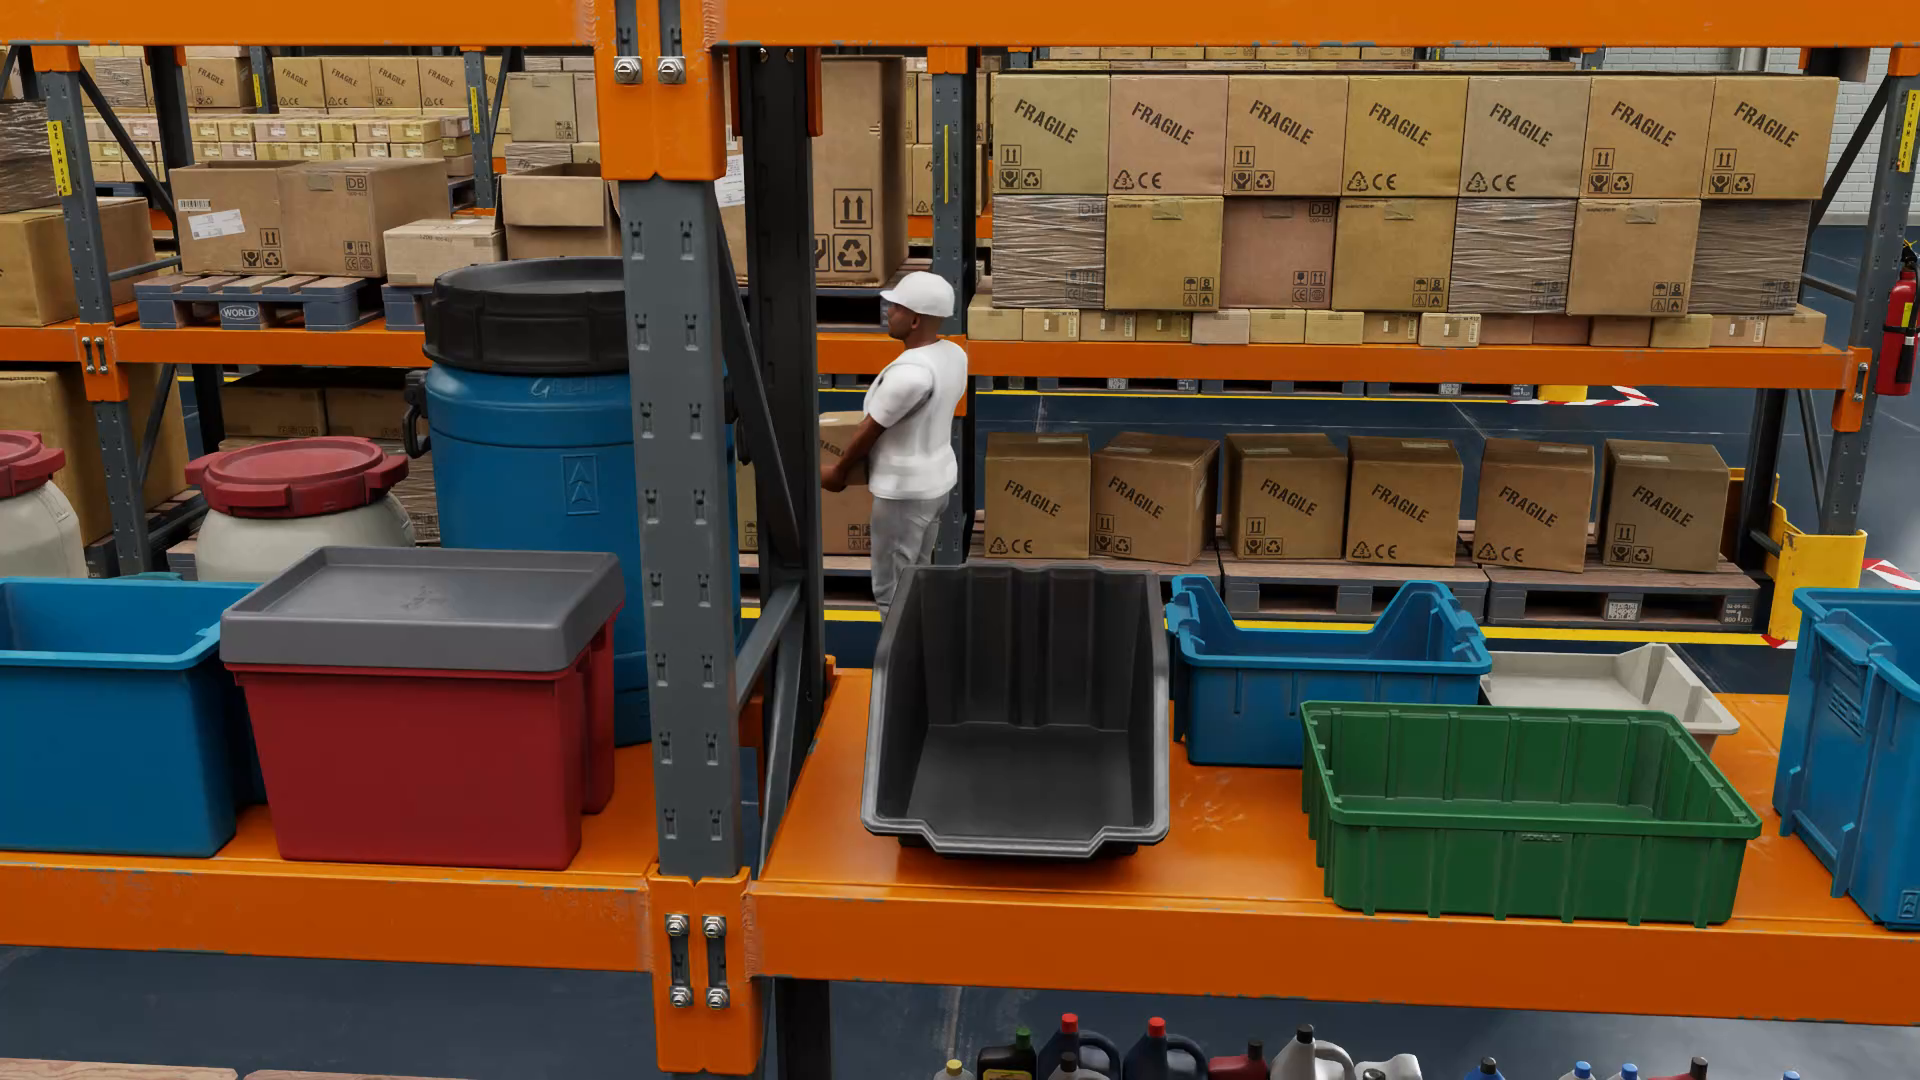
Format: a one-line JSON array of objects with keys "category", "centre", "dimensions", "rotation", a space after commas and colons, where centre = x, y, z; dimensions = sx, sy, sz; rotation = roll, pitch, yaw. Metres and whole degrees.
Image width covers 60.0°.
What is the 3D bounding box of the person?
[{"category": "person", "centre": [-0.294, -0.202, 6.664], "dimensions": [0.587, 1.761, 0.502], "rotation": [5, 18, 17]}]
